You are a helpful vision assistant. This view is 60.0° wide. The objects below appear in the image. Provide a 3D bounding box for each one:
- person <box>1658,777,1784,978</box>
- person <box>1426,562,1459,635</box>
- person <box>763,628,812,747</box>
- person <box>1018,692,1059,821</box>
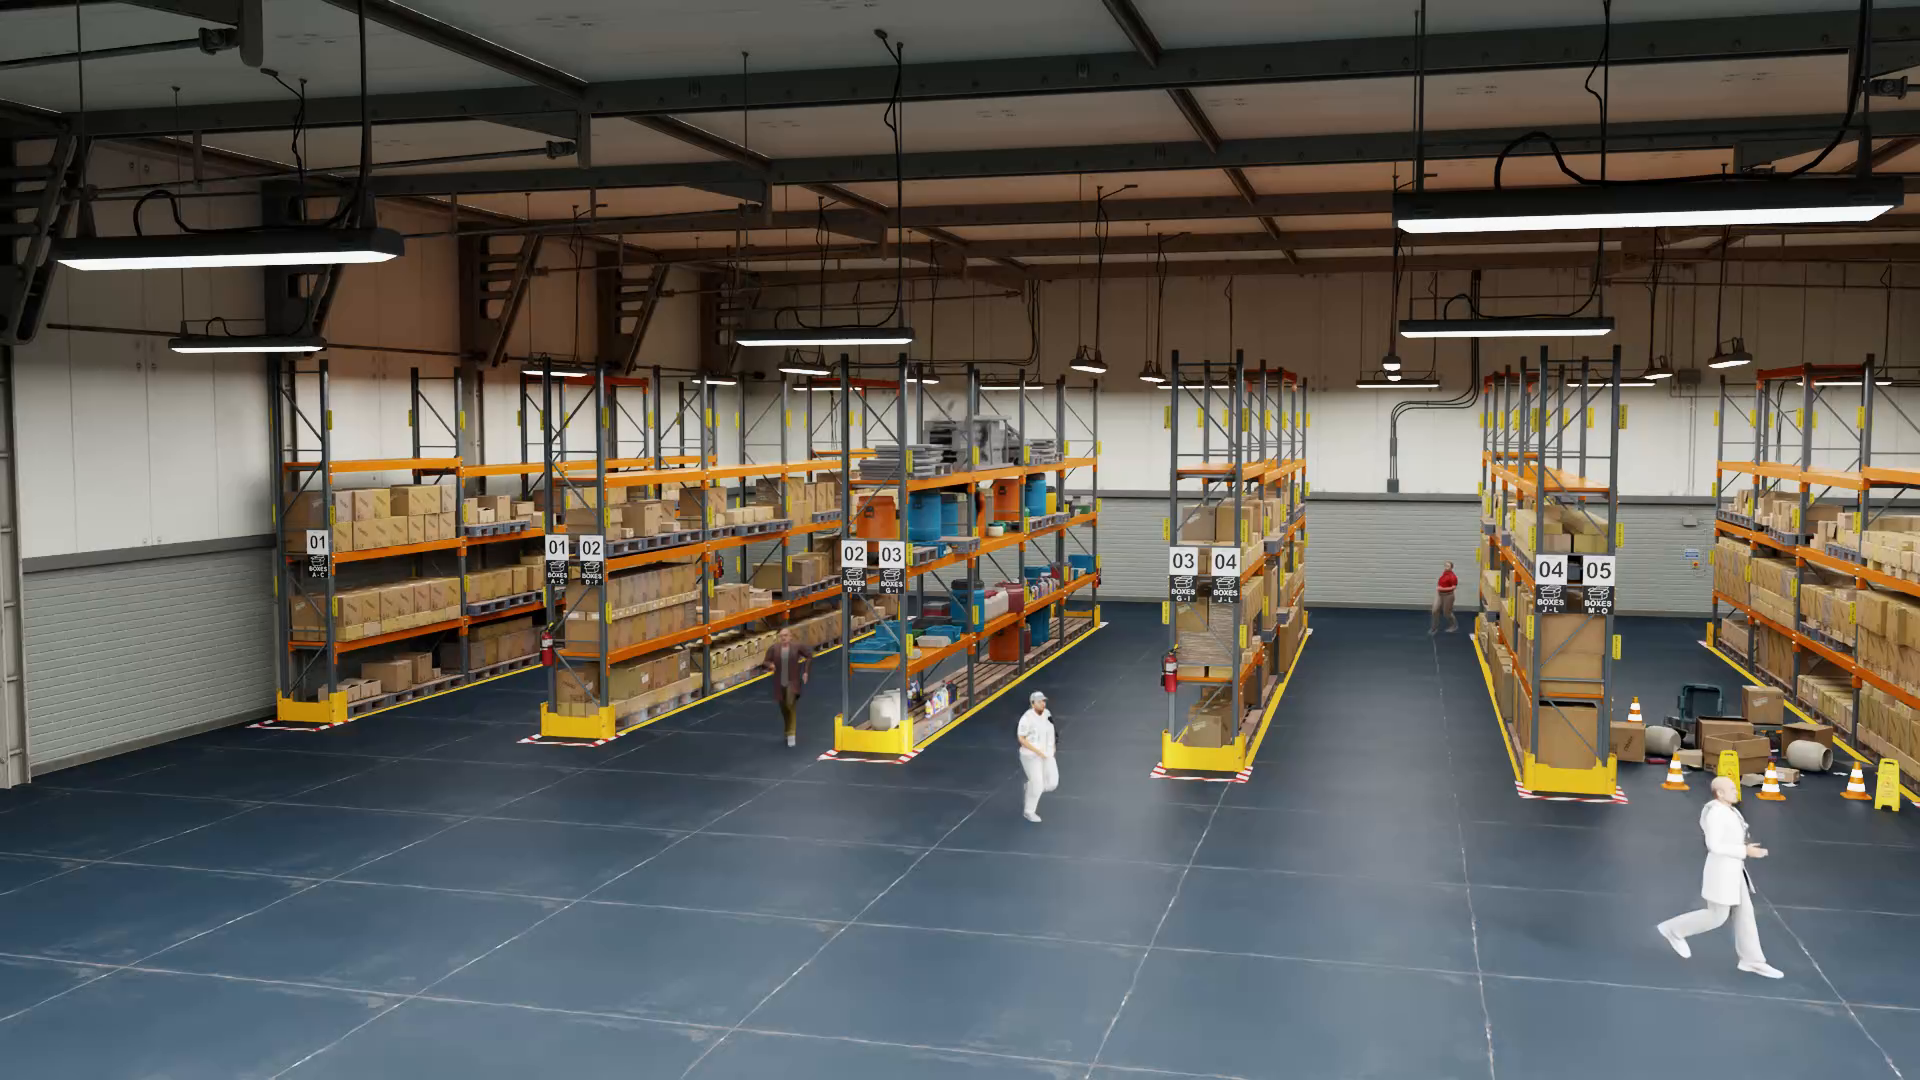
[{"bbox_3d":[6.895,3.021,15.034,1.047,1.756,0.706,3,5,37],"label":"person"},{"bbox_3d":[11.366,1.376,38.743,0.805,1.760,0.651,-2,4,-23],"label":"person"},{"bbox_3d":[-2.692,2.265,25.908,0.725,1.818,0.898,1,4,10],"label":"person"},{"bbox_3d":[0.977,2.704,20.856,0.633,1.634,0.617,-3,5,-37],"label":"person"}]
